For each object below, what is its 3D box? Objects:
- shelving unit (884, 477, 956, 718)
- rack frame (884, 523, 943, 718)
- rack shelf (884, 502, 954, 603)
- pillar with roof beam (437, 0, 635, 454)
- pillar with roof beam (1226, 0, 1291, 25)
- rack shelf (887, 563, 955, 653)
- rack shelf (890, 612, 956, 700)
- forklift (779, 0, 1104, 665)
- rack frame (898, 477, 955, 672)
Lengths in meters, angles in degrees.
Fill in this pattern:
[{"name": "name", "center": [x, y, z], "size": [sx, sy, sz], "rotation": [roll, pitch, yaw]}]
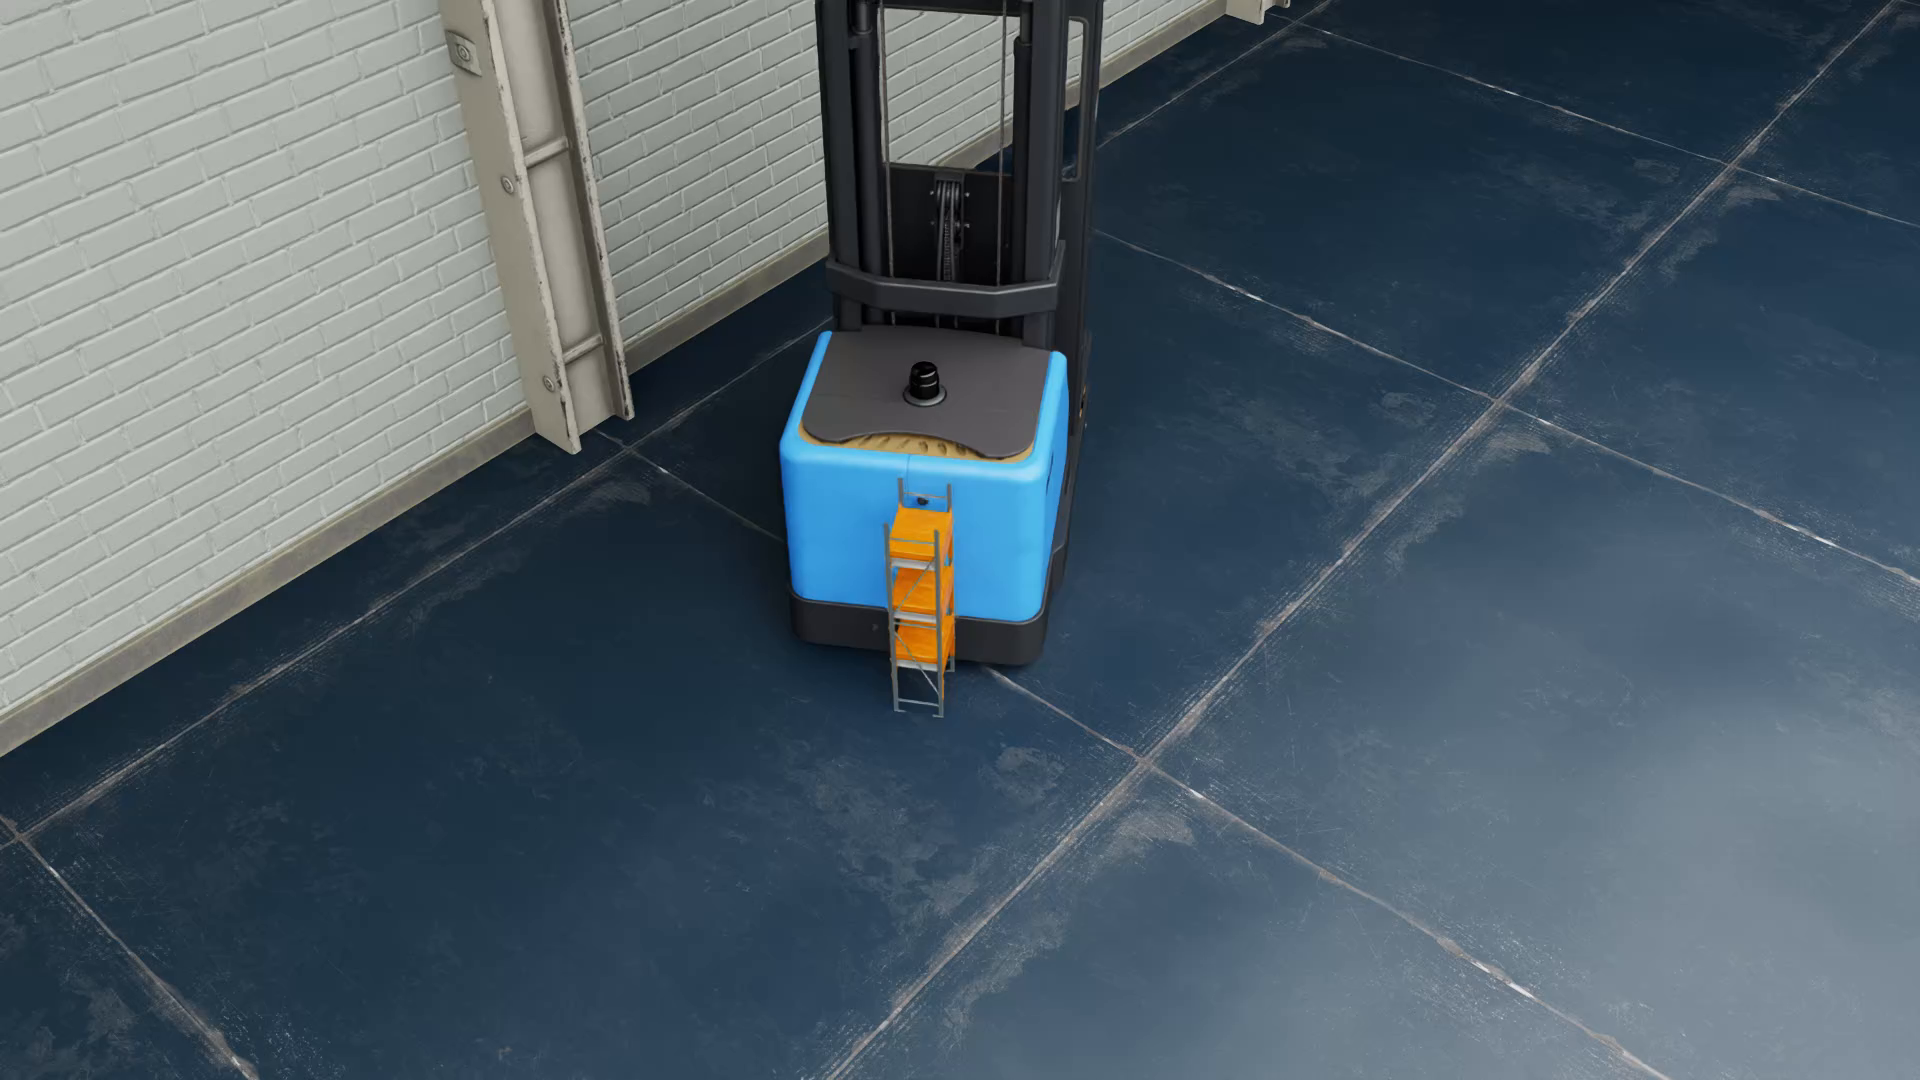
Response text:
[{"name": "shelving unit", "center": [-0.147, 0.241, 6.379], "size": [0.215, 1.050, 0.252], "rotation": [7, 45, 8]}, {"name": "rack frame", "center": [-0.169, 0.325, 6.294], "size": [0.200, 1.050, 0.008], "rotation": [7, 45, 8]}, {"name": "rack shelf", "center": [-0.149, 0.047, 6.187], "size": [0.215, 0.259, 0.240], "rotation": [7, 45, 8]}, {"name": "pillar with roof beam", "center": [1.472, -2.037, 2.983], "size": [9.100, 9.000, 0.400], "rotation": [29, 50, 28]}, {"name": "pillar with roof beam", "center": [5.333, -5.126, 6.381], "size": [9.100, 9.000, 0.400], "rotation": [29, 50, 28]}, {"name": "rack shelf", "center": [-0.147, 0.248, 6.387], "size": [0.215, 0.259, 0.240], "rotation": [7, 45, 8]}, {"name": "rack shelf", "center": [-0.145, 0.445, 6.583], "size": [0.215, 0.259, 0.240], "rotation": [7, 45, 8]}, {"name": "forklift", "center": [0.032, -1.571, 6.981], "size": [1.130, 2.935, 3.031], "rotation": [6, 43, 6]}, {"name": "rack frame", "center": [-0.125, 0.156, 6.464], "size": [0.200, 1.050, 0.008], "rotation": [7, 45, 8]}]
